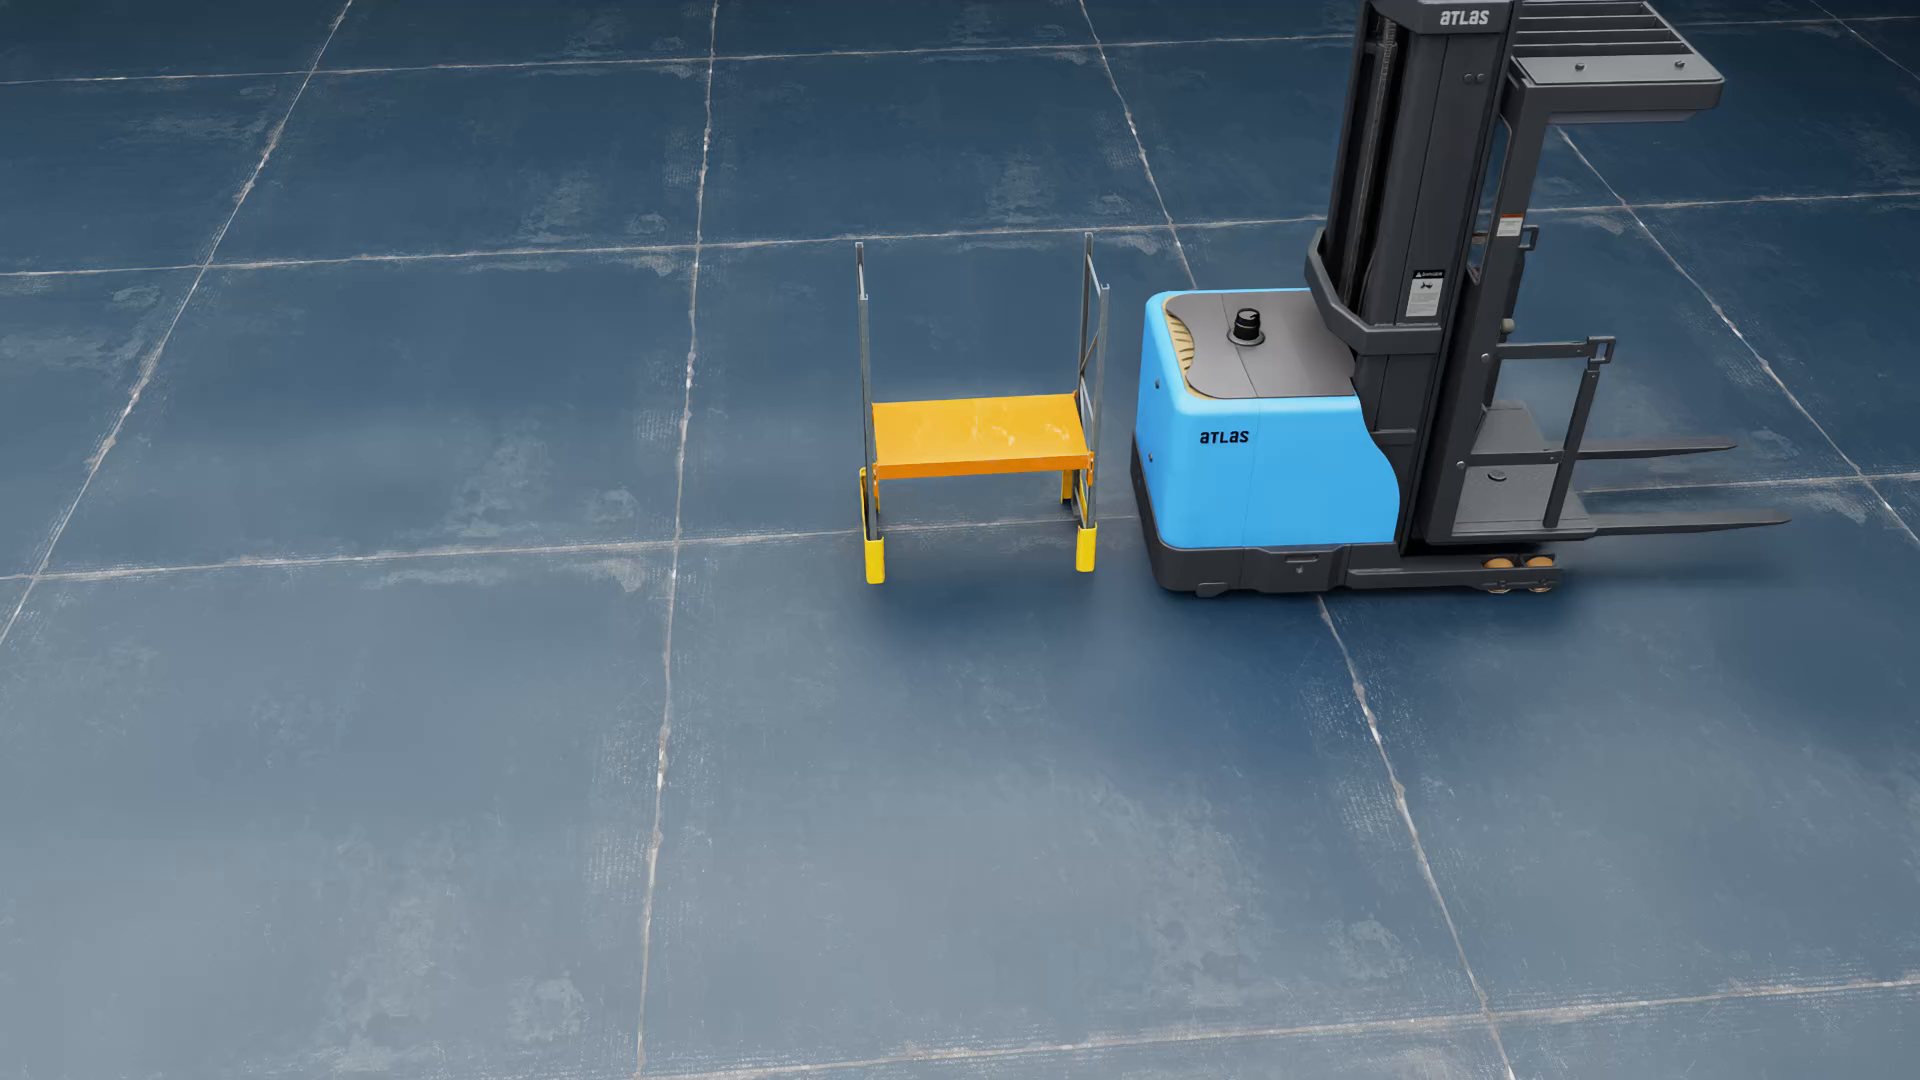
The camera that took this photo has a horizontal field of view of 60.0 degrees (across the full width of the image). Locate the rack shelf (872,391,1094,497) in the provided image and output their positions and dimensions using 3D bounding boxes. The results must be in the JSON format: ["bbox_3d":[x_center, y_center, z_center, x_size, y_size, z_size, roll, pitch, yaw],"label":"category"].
[{"bbox_3d":[0.085,-0.452,7.725,1.000,0.185,0.538,-3,38,-4],"label":"rack shelf"}]

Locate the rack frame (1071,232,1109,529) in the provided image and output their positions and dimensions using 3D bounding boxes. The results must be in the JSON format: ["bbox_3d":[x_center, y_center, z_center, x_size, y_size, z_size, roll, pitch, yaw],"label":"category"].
[{"bbox_3d":[0.591,-0.621,7.649,0.032,1.500,0.500,-3,38,-4],"label":"rack frame"}]

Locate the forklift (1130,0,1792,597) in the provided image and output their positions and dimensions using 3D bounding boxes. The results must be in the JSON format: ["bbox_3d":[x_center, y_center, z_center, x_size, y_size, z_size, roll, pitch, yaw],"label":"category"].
[{"bbox_3d":[2.394,-1.229,7.263,3.031,2.935,1.130,-2,38,-2],"label":"forklift"}]

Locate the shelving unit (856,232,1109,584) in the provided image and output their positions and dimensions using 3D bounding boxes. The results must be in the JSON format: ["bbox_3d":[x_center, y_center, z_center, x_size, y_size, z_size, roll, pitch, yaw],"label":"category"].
[{"bbox_3d":[0.076,-0.593,7.613,1.083,1.500,0.587,-3,38,-4],"label":"shelving unit"}]

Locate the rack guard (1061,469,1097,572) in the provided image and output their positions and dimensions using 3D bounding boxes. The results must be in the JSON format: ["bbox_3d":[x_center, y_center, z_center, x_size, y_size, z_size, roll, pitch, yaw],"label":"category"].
[{"bbox_3d":[0.572,-0.130,8.034,0.087,0.250,0.587,-3,38,-4],"label":"rack guard"}]

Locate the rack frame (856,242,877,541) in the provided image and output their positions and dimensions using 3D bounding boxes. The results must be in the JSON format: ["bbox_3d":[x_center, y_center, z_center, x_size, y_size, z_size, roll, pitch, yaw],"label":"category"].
[{"bbox_3d":[-0.421,-0.566,7.578,0.032,1.500,0.500,-3,38,-4],"label":"rack frame"}]

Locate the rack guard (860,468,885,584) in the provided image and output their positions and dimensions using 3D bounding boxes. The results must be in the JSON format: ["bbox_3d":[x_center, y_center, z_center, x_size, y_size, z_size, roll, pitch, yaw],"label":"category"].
[{"bbox_3d":[-0.420,-0.075,7.965,0.087,0.250,0.587,-3,38,-4],"label":"rack guard"}]
